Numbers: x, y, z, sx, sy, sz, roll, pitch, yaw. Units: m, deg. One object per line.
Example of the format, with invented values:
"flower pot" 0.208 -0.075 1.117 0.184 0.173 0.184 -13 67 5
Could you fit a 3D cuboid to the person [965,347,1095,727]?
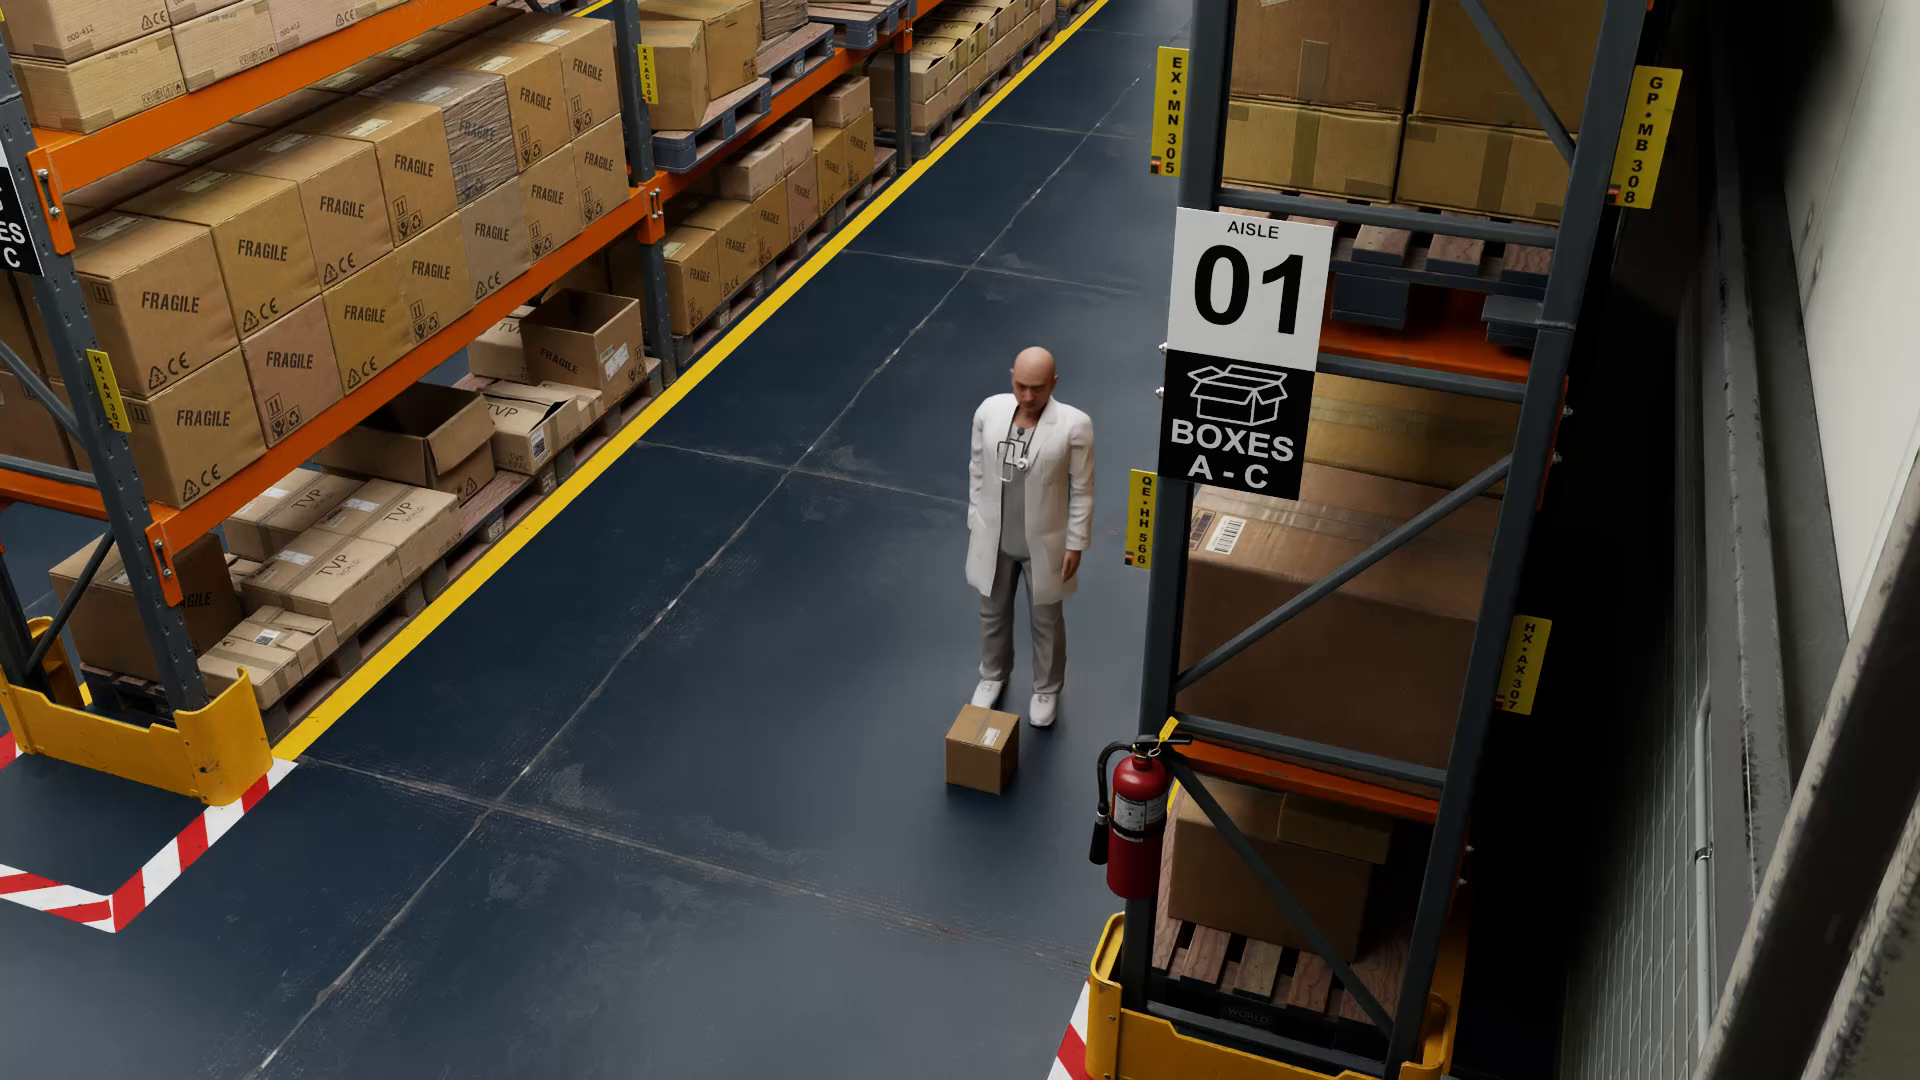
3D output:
"person" 0.289 -0.003 7.159 0.561 1.776 0.382 12 35 17
